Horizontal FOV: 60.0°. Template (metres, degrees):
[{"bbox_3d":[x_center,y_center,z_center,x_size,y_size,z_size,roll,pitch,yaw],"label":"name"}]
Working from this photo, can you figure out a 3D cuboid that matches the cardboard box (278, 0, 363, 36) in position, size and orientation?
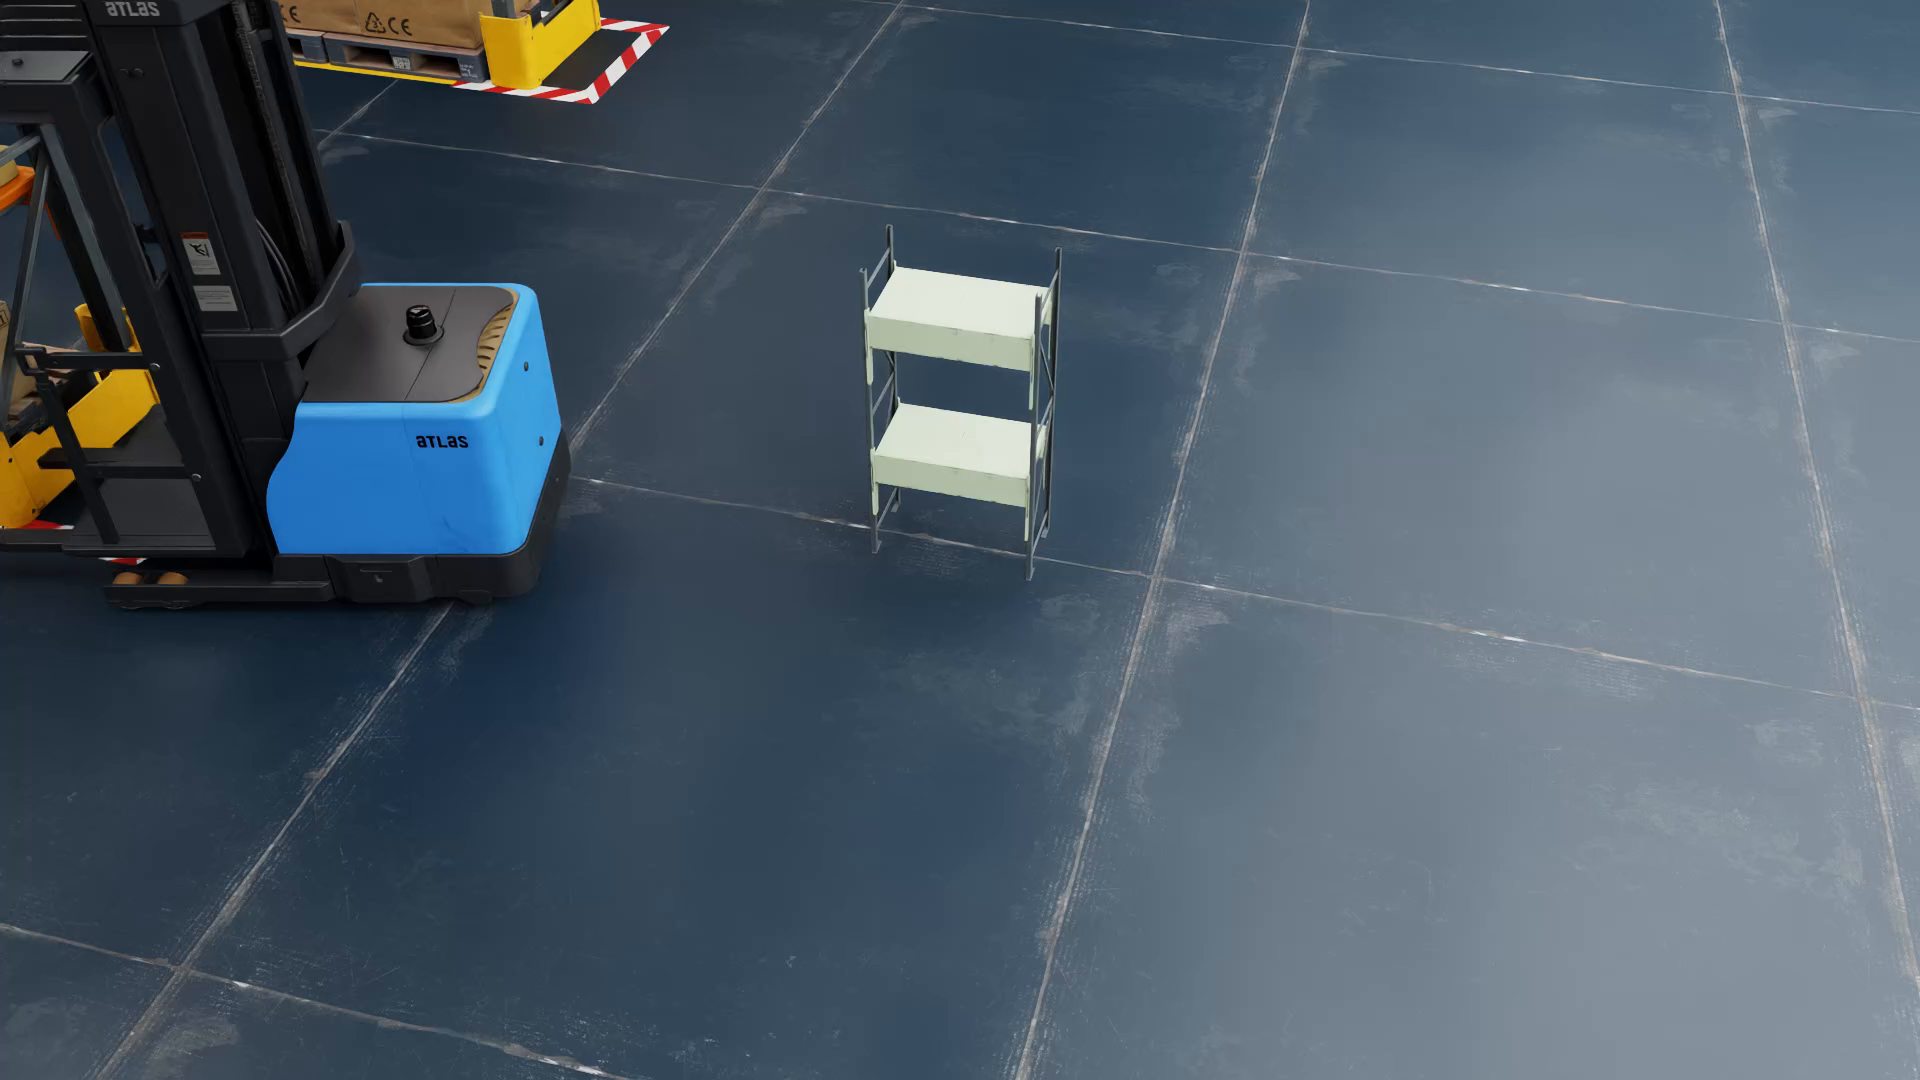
[{"bbox_3d":[-4.499,-4.203,11.772,0.875,0.875,0.875,9,41,11],"label":"cardboard box"}]

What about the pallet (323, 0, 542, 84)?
[{"bbox_3d":[-3.769,-3.655,11.963,1.213,0.211,1.003,10,41,11],"label":"pallet"}]

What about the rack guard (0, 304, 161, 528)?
[{"bbox_3d":[-4.429,-0.630,8.136,0.348,0.500,1.175,10,41,11],"label":"rack guard"}]

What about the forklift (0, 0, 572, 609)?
[{"bbox_3d":[-3.405,-1.155,6.871,3.031,2.935,1.130,0,40,0],"label":"forklift"}]

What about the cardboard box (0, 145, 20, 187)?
[{"bbox_3d":[-4.570,-1.674,7.630,0.250,0.149,0.380,10,41,11],"label":"cardboard box"}]

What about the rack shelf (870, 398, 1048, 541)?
[{"bbox_3d":[0.006,-0.324,7.501,0.720,0.370,0.431,10,41,11],"label":"rack shelf"}]

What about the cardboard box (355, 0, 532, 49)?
[{"bbox_3d":[-3.649,-4.058,11.599,0.875,0.875,0.875,10,41,12],"label":"cardboard box"}]

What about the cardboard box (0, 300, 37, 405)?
[{"bbox_3d":[-4.955,-0.892,8.121,0.500,0.500,0.500,17,43,19],"label":"cardboard box"}]

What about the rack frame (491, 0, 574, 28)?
[{"bbox_3d":[-2.976,-4.639,10.966,0.127,3.000,1.000,10,41,11],"label":"rack frame"}]

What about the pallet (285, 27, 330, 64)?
[{"bbox_3d":[-4.944,-3.859,12.206,1.213,0.211,1.003,10,41,11],"label":"pallet"}]

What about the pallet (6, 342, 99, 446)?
[{"bbox_3d":[-5.205,-0.676,8.415,1.213,0.211,1.003,10,41,11],"label":"pallet"}]

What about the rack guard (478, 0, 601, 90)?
[{"bbox_3d":[-2.953,-3.678,11.765,0.348,0.500,1.175,10,41,11],"label":"rack guard"}]

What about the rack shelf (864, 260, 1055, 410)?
[{"bbox_3d":[0.006,-0.872,7.040,0.720,0.370,0.431,10,41,11],"label":"rack shelf"}]

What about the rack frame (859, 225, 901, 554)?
[{"bbox_3d":[-0.347,-0.634,7.363,0.023,1.500,0.400,10,41,11],"label":"rack frame"}]

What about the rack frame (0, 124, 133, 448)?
[{"bbox_3d":[-4.356,-1.574,7.317,0.127,3.000,1.000,10,41,11],"label":"rack frame"}]

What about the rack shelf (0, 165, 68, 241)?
[{"bbox_3d":[-6.288,-1.631,7.944,4.000,0.370,1.077,10,41,11],"label":"rack shelf"}]

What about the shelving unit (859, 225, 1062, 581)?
[{"bbox_3d":[0.006,-0.573,7.291,0.755,1.500,0.431,10,41,11],"label":"shelving unit"}]

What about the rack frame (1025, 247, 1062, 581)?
[{"bbox_3d":[0.360,-0.512,7.218,0.023,1.500,0.400,10,41,11],"label":"rack frame"}]
